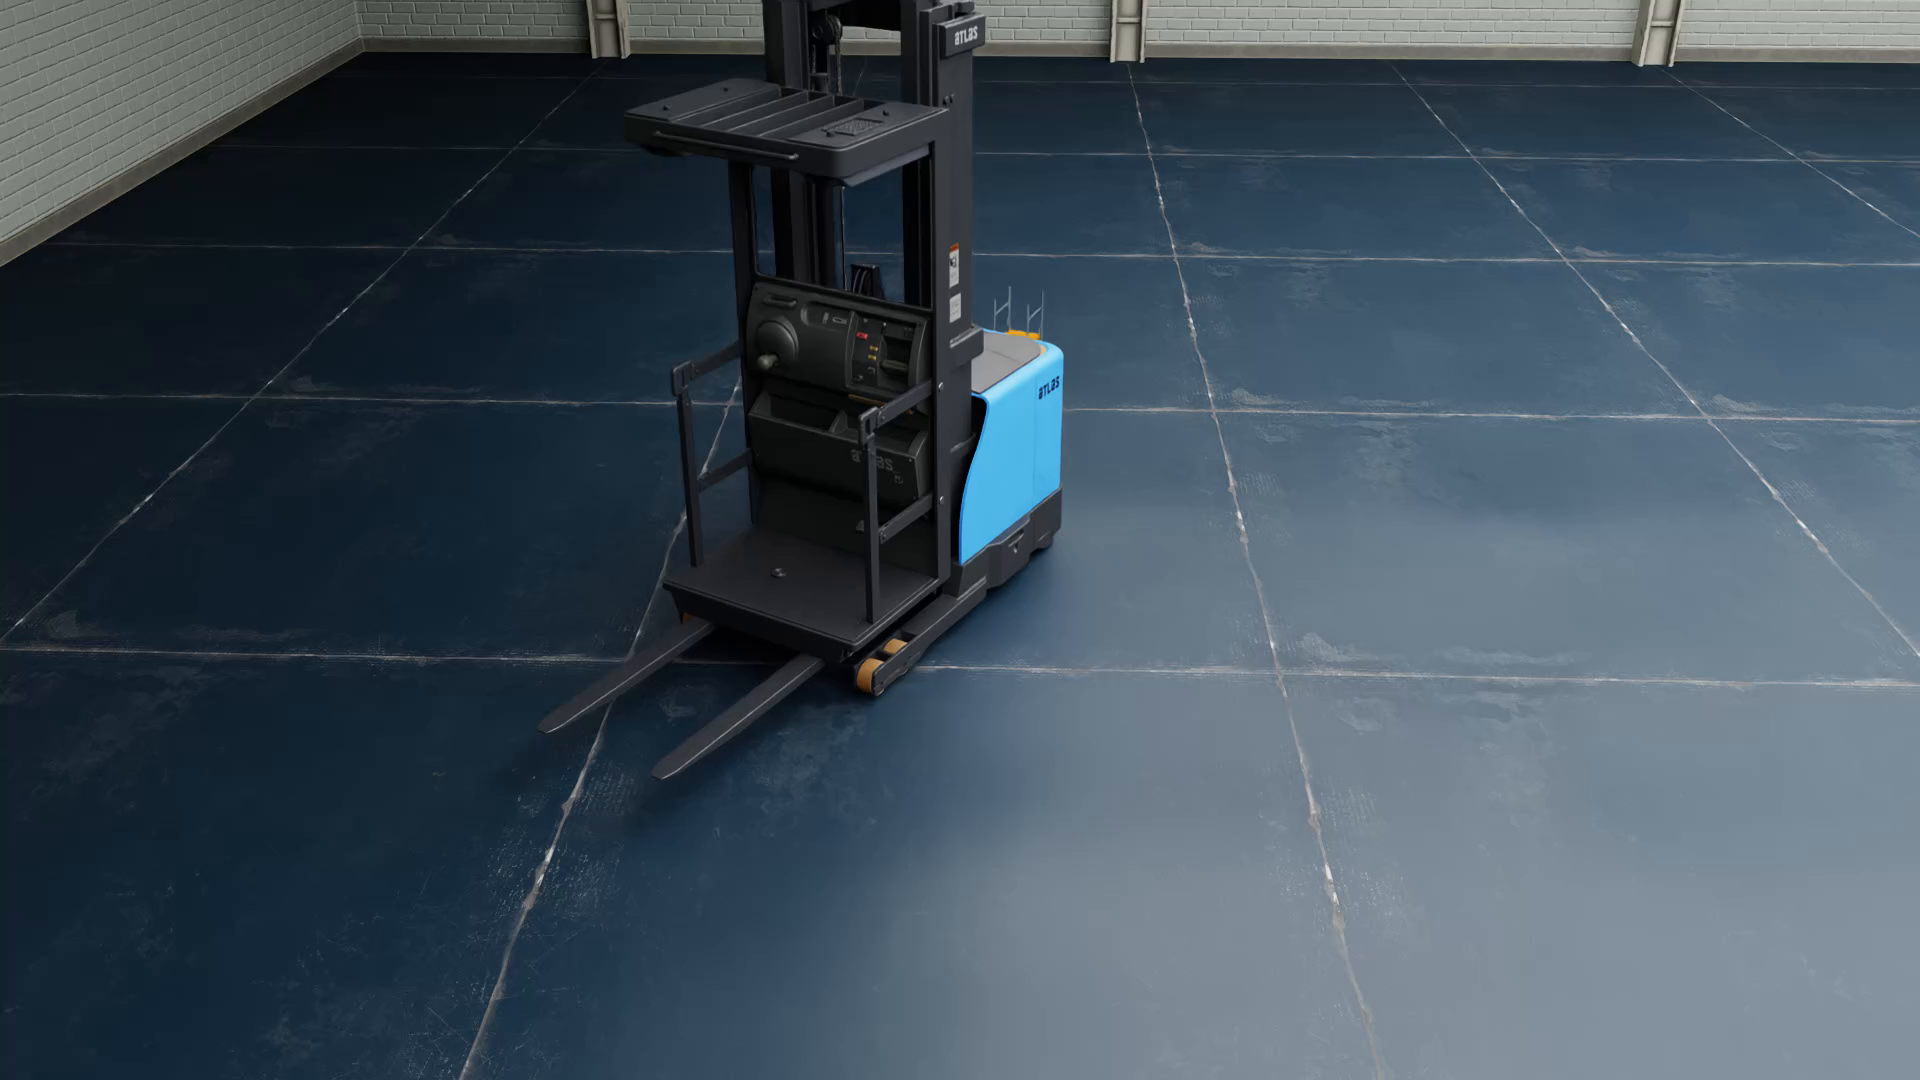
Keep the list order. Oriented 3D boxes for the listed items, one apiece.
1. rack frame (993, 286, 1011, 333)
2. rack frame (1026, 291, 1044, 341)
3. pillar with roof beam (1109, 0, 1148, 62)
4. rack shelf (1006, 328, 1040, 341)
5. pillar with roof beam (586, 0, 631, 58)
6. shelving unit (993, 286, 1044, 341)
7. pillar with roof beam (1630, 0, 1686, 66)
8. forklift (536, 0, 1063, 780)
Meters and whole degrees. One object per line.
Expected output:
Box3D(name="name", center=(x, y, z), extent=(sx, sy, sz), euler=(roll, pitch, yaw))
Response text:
Box3D(name="rack frame", center=(0.216, -0.744, 8.870), extent=(0.006, 1.200, 0.240), euler=(11, 29, 19))
Box3D(name="rack frame", center=(0.386, -0.712, 8.809), extent=(0.006, 1.200, 0.240), euler=(11, 29, 19))
Box3D(name="pillar with roof beam", center=(1.773, -7.522, 13.332), extent=(0.400, 9.000, 9.100), euler=(1, 28, 2))
Box3D(name="rack shelf", center=(0.302, -1.007, 8.694), extent=(0.180, 0.103, 0.258), euler=(11, 29, 19))
Box3D(name="pillar with roof beam", center=(-4.223, -7.621, 13.519), extent=(0.400, 9.000, 9.100), euler=(1, 28, 2))
Box3D(name="shelving unit", center=(0.301, -0.728, 8.839), extent=(0.189, 1.200, 0.258), euler=(11, 29, 19))
Box3D(name="pillar with roof beam", center=(7.769, -7.423, 13.145), extent=(0.400, 9.000, 9.100), euler=(1, 28, 2))
Box3D(name="forklift", center=(-0.665, -0.847, 7.218), extent=(1.130, 2.935, 3.031), euler=(16, 32, 27))
